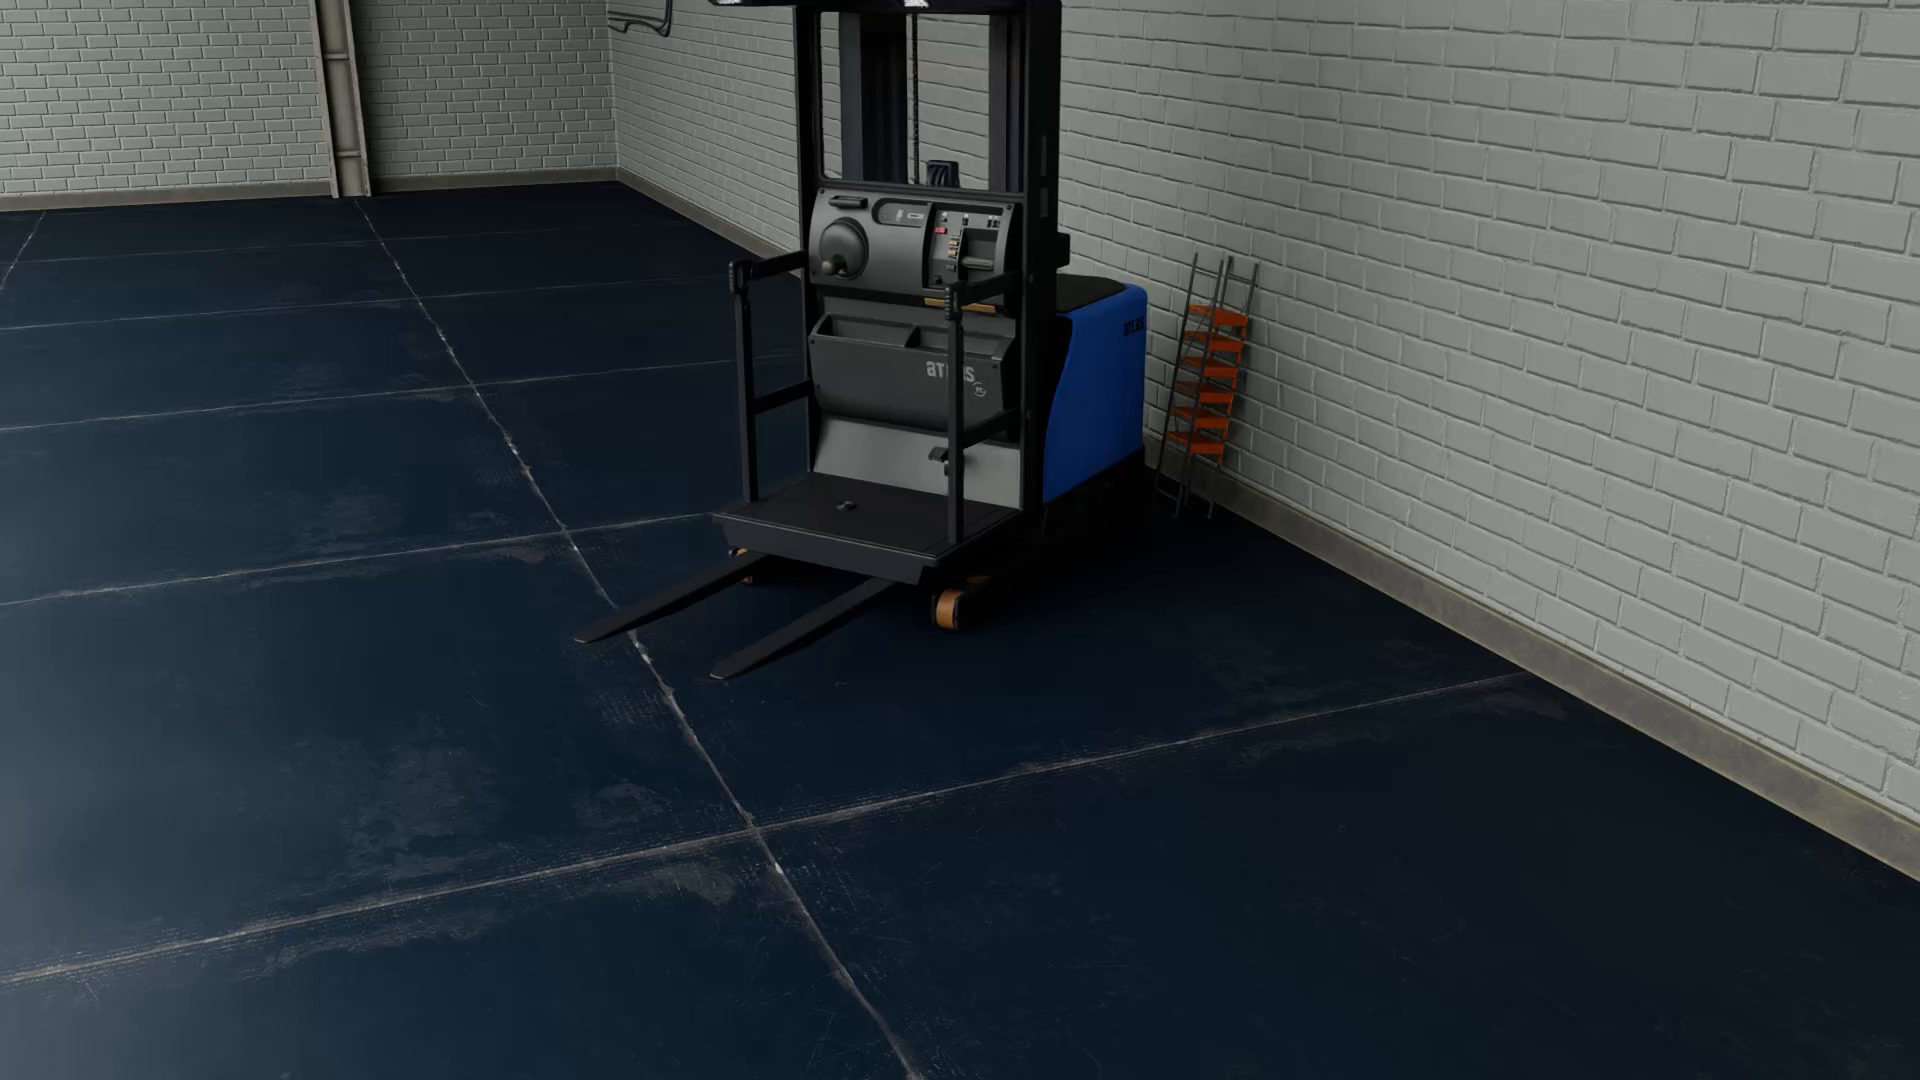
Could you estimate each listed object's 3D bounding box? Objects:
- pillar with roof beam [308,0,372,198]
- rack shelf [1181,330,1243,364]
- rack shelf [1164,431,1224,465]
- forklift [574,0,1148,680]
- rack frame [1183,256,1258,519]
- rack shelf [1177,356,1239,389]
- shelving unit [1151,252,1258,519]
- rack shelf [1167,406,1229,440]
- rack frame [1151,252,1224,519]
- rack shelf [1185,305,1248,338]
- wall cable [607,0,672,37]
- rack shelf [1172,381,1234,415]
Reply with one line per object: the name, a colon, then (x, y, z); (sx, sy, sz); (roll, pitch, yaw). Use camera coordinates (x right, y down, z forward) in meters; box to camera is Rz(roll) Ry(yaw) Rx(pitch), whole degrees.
pillar with roof beam: (-4.987, -6.726, 13.075); (0.400, 9.000, 9.100); (-8, 21, -22)
rack shelf: (1.151, -0.892, 7.643); (0.180, 0.103, 0.258); (1, 17, -25)
rack shelf: (1.085, -0.435, 7.774); (0.180, 0.103, 0.258); (1, 17, -25)
forklift: (-0.308, -1.199, 6.515); (1.130, 2.935, 3.031); (11, 22, 29)
rack frame: (1.207, -0.705, 7.735); (0.006, 1.200, 0.240); (1, 17, -25)
rack shelf: (1.135, -0.778, 7.676); (0.180, 0.103, 0.258); (1, 17, -25)
shelving unit: (1.124, -0.706, 7.696); (0.189, 1.200, 0.258); (1, 17, -25)
rack shelf: (1.102, -0.549, 7.741); (0.180, 0.103, 0.258); (1, 17, -25)
rack frame: (1.041, -0.706, 7.658); (0.006, 1.200, 0.240); (1, 17, -25)
rack shelf: (1.167, -1.006, 7.610); (0.180, 0.103, 0.258); (1, 17, -25)
wall cable: (-3.464, -6.559, 17.275); (0.112, 2.526, 3.097); (-8, 21, -22)
rack shelf: (1.118, -0.663, 7.708); (0.180, 0.103, 0.258); (1, 17, -25)
